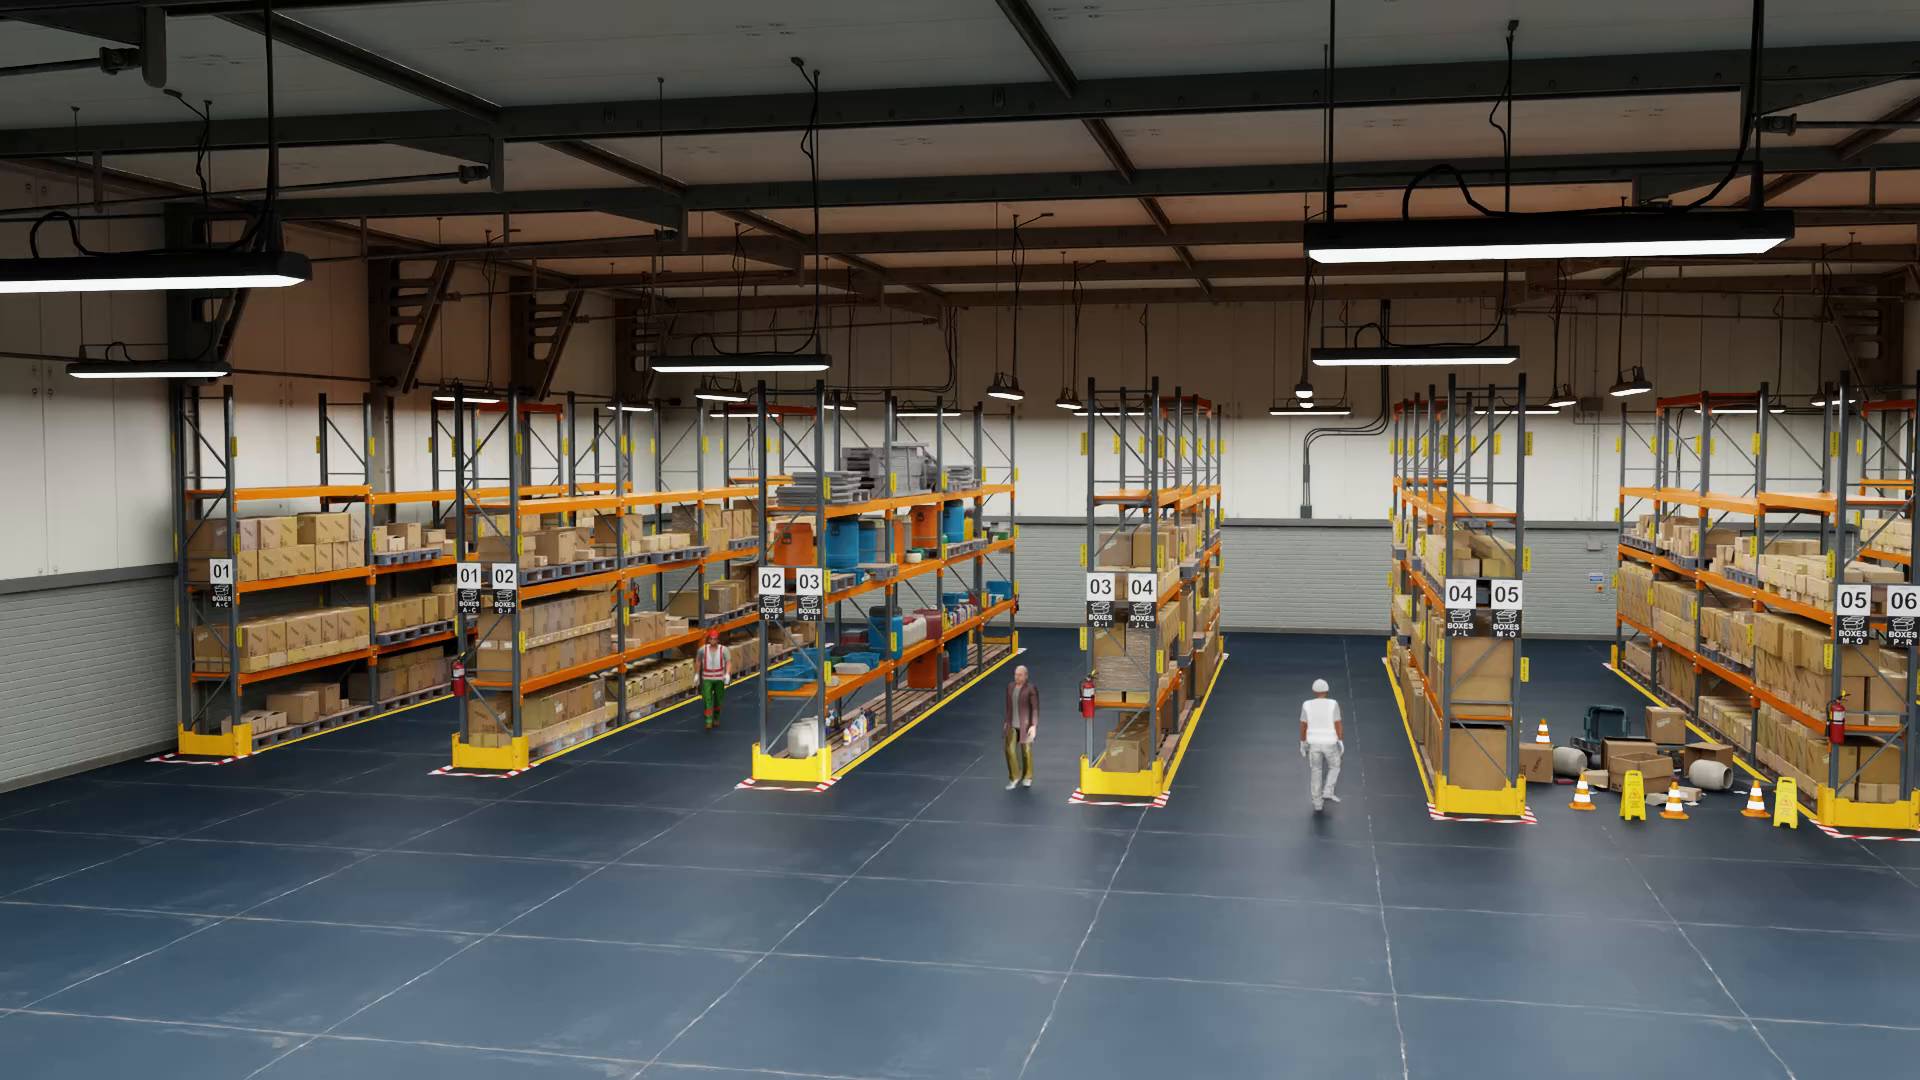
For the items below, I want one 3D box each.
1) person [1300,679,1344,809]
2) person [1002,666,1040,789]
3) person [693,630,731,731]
[{"bbox_3d":[4.998,2.821,22.987,0.601,1.774,0.495,1,3,22],"label":"person"},{"bbox_3d":[0.910,2.770,24.432,0.664,1.852,0.537,2,4,32],"label":"person"},{"bbox_3d":[-4.373,2.465,29.425,0.636,1.756,1.044,-1,3,-16],"label":"person"}]
